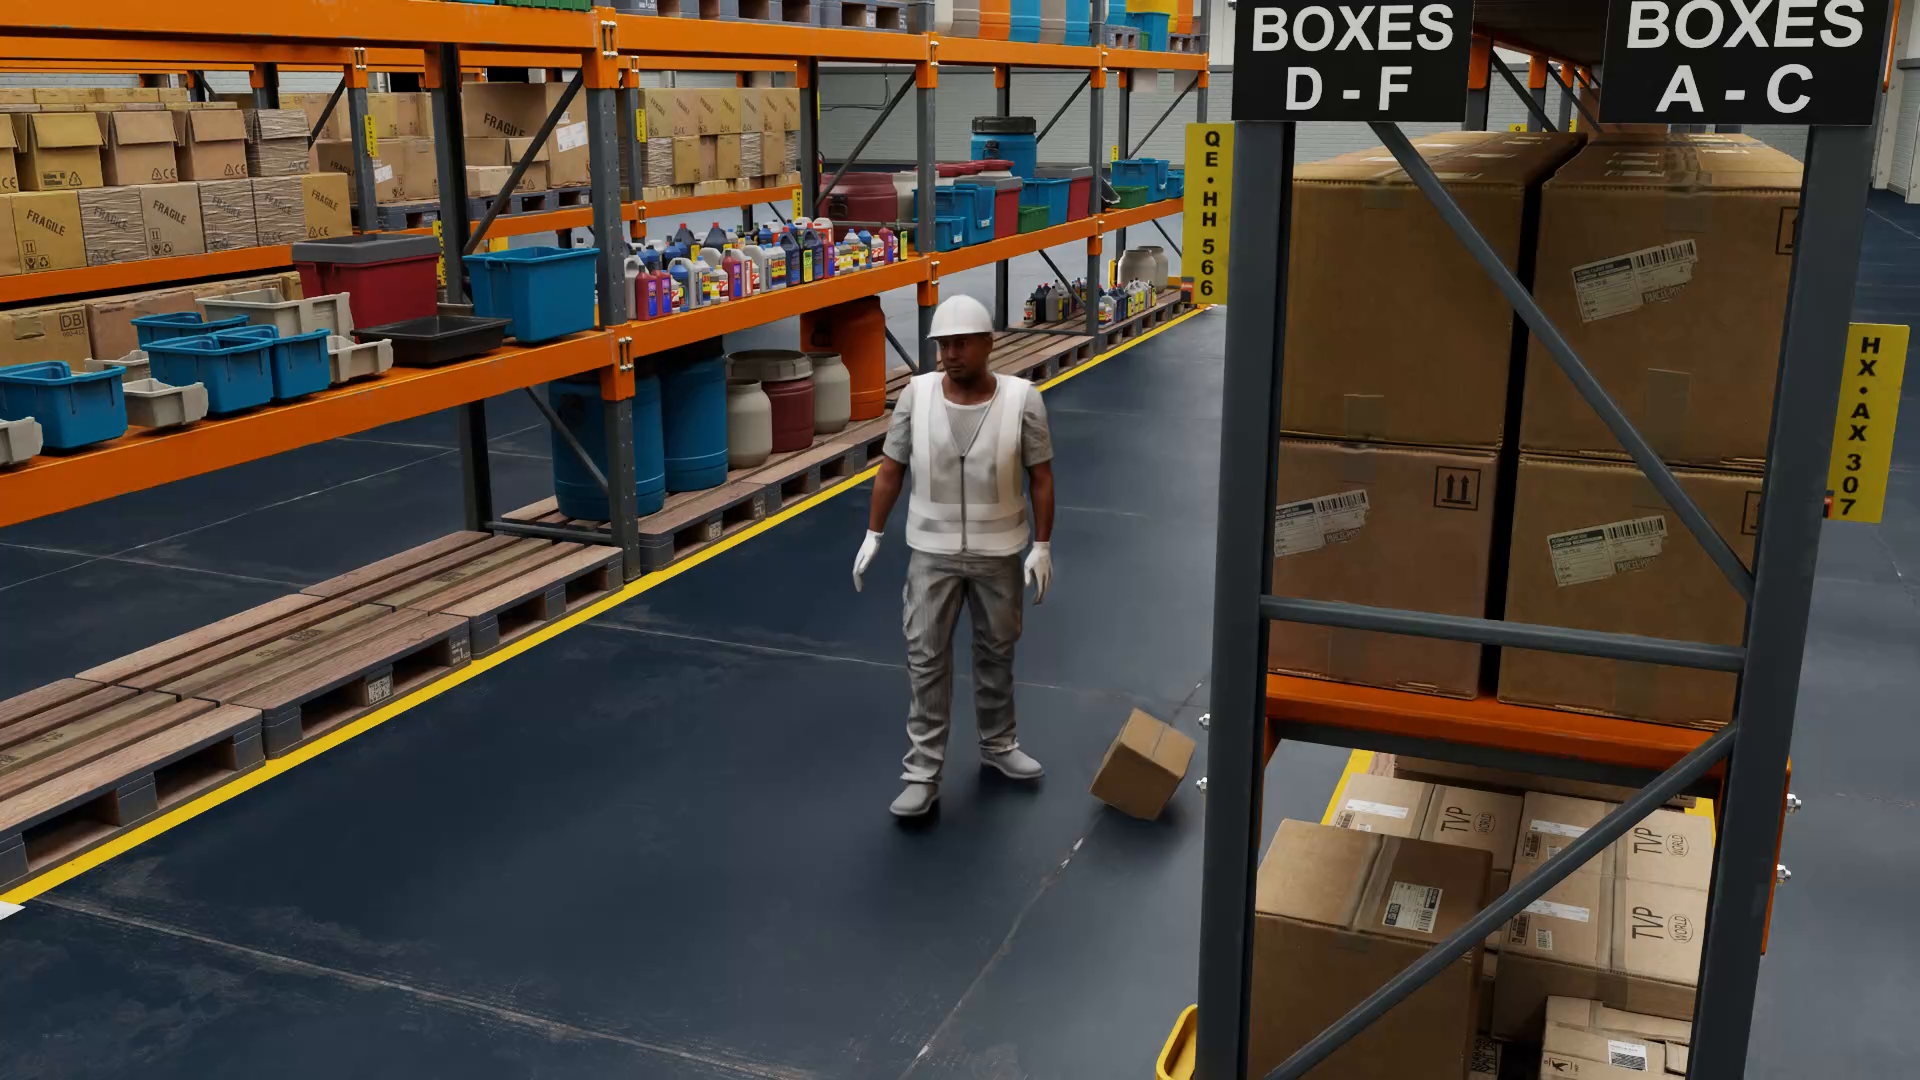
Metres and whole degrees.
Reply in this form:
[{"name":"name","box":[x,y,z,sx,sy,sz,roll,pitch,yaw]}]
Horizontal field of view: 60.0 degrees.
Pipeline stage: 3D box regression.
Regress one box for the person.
[{"name":"person","box":[-0.025,0.053,5.743,0.701,1.785,0.635,1,15,2]}]
